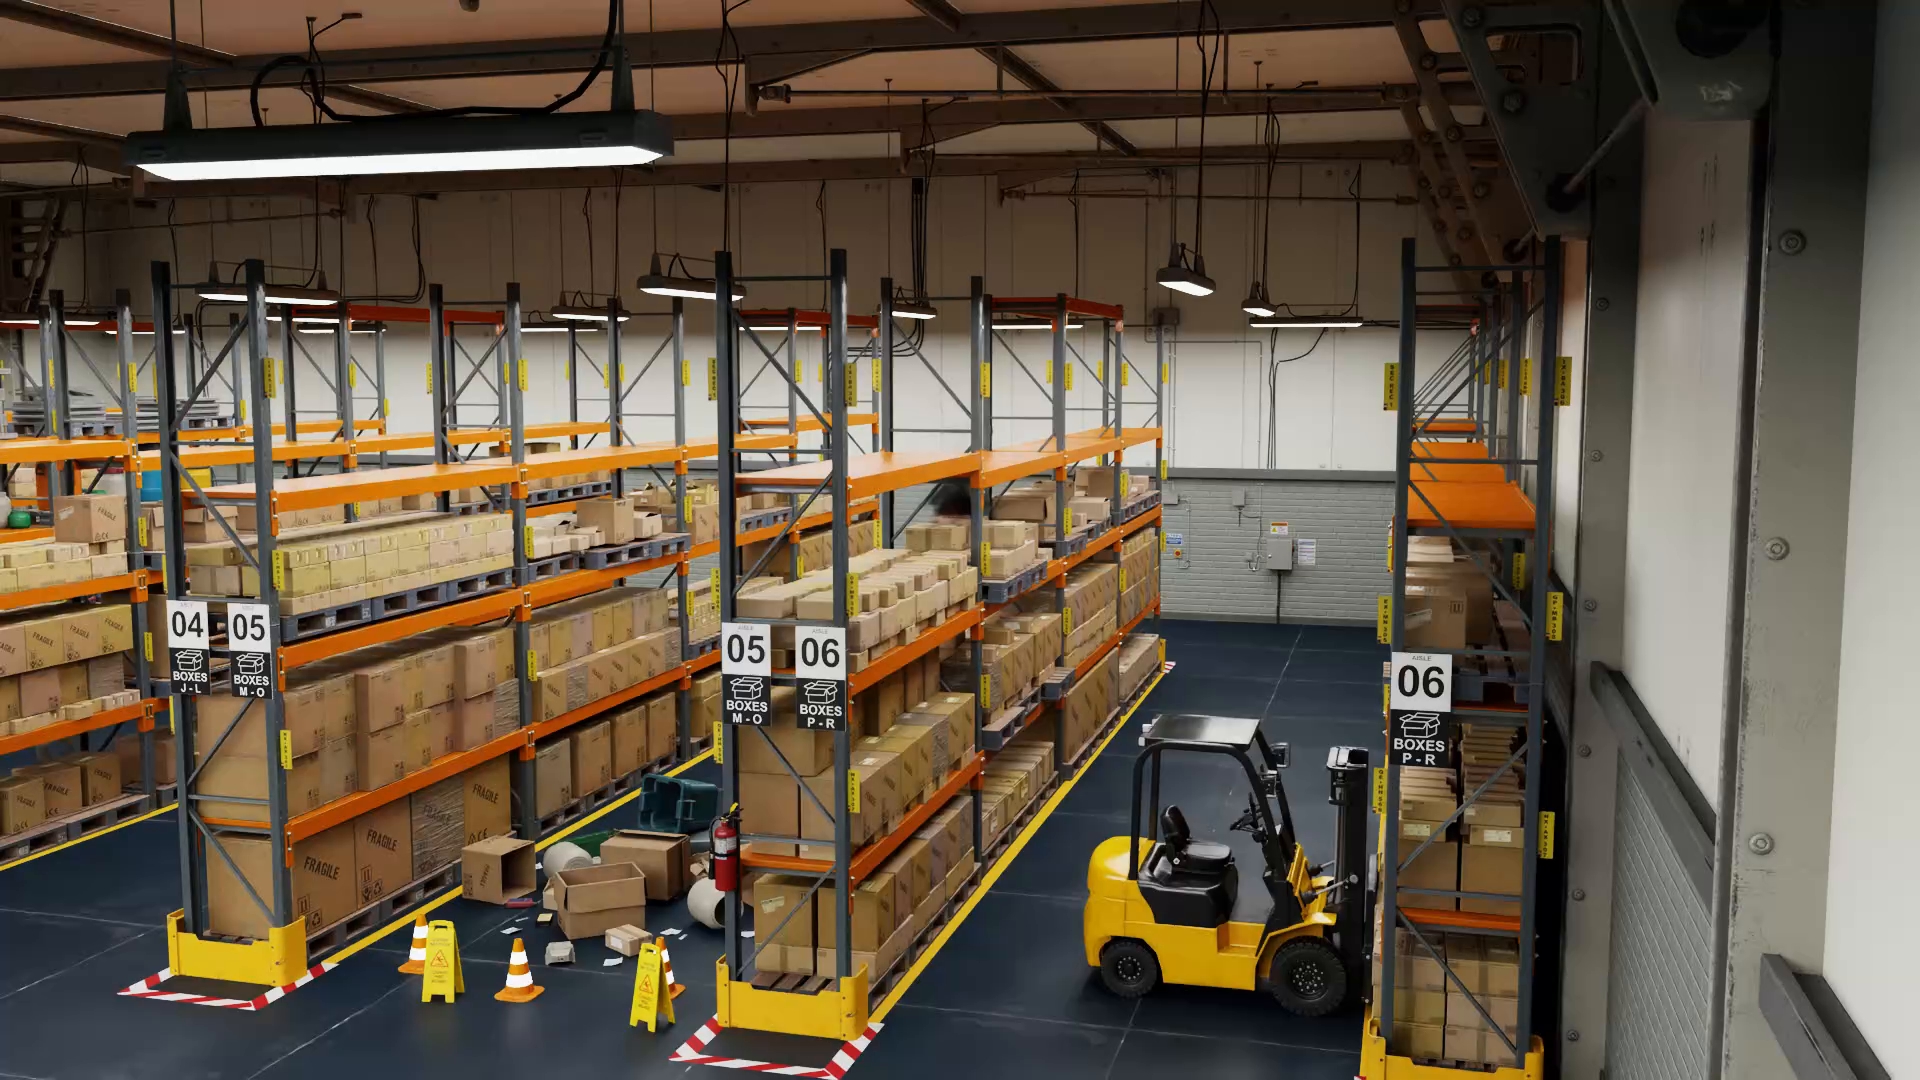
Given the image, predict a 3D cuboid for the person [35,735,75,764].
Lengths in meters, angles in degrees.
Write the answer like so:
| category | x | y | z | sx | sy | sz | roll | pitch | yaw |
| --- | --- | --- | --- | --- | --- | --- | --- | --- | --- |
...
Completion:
| category | x | y | z | sx | sy | sz | roll | pitch | yaw |
| --- | --- | --- | --- | --- | --- | --- | --- | --- | --- |
| person | -10.974 | 2.186 | 20.259 | 0.546 | 1.758 | 0.766 | 1 | 6 | 6 |
